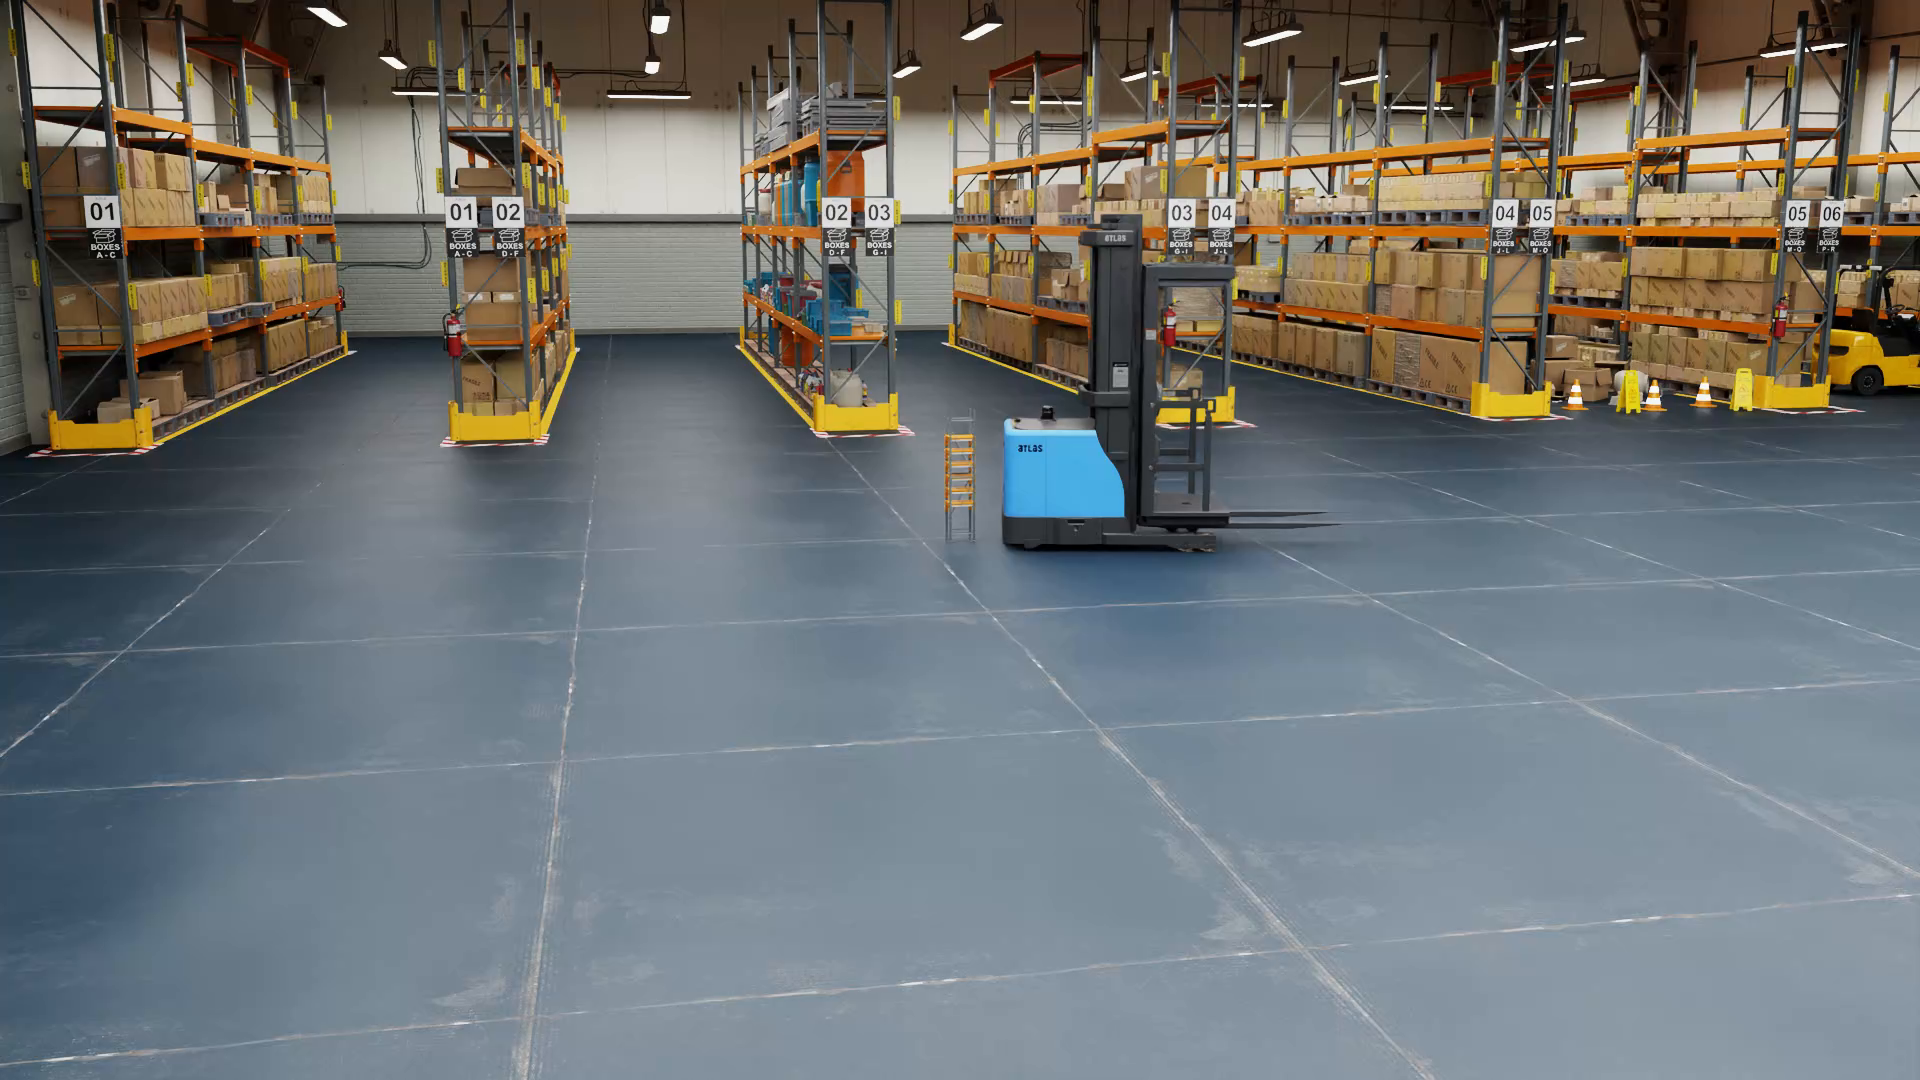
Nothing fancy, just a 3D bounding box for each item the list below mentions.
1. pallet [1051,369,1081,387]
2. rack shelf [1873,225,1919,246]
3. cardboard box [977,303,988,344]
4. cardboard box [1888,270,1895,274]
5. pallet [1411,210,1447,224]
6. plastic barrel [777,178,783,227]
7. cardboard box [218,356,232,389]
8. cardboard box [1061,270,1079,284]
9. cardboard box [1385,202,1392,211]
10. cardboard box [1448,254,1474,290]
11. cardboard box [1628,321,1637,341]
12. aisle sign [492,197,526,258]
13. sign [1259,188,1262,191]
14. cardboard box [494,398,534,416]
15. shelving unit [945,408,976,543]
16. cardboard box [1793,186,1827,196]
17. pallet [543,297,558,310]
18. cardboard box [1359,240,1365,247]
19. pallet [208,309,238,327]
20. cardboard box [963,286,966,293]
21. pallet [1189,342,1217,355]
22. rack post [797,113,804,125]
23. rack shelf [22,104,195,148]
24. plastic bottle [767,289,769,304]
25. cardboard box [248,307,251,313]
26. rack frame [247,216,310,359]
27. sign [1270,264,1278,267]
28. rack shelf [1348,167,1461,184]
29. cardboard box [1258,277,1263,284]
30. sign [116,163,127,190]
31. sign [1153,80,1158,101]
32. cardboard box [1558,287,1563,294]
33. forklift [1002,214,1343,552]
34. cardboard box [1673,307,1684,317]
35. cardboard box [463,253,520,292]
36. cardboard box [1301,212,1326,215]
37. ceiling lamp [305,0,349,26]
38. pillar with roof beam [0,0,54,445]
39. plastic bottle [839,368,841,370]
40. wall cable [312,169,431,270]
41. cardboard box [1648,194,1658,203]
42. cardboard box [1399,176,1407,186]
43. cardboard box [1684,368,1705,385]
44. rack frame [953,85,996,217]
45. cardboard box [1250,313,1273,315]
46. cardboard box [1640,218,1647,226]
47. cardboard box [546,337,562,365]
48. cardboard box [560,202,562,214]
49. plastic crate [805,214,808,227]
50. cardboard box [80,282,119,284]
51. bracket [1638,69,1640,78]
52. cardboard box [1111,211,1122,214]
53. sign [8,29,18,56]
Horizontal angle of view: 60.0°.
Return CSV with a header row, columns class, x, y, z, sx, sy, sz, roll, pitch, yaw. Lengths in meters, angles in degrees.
class,x,y,z,sx,sy,sz,roll,pitch,yaw
pallet,2.276,-2.943,30.147,1.003,0.211,1.213,-2,11,-11
rack shelf,17.647,-5.241,28.663,1.077,0.370,4.000,-2,11,-11
cardboard box,0.889,-4.864,37.345,0.875,0.875,0.875,-2,11,-11
cardboard box,17.029,-4.932,30.342,0.380,0.149,0.250,-2,11,-10
pallet,7.937,-5.164,26.573,1.003,0.211,1.213,-2,11,-11
plastic barrel,-2.893,-5.905,29.082,0.600,0.830,0.708,-2,11,-11
cardboard box,-12.276,-2.716,27.005,0.700,0.500,0.500,-2,11,-10
cardboard box,2.242,-4.738,30.732,0.700,0.500,0.500,0,11,-3
cardboard box,7.344,-5.587,27.838,0.380,0.149,0.250,-2,11,-11
cardboard box,8.101,-4.145,25.716,0.875,0.550,0.550,-2,11,-11
cardboard box,15.576,-4.836,38.198,0.500,0.500,0.500,-2,11,-9
aisle sign,-5.957,-4.129,21.967,0.394,0.787,0.004,-2,11,-11
sign,6.542,-7.517,36.261,0.100,0.325,0.005,-2,11,-11
cardboard box,-6.157,-1.814,22.992,0.500,0.250,0.500,-2,11,-11
shelving unit,0.003,-0.587,15.124,0.258,1.200,0.189,-2,11,-11
cardboard box,16.580,-6.671,32.594,0.500,0.500,0.500,-2,11,-10
pallet,-8.027,-4.347,30.581,1.213,0.211,1.003,-2,11,-11
cardboard box,9.913,-7.193,40.345,0.380,0.149,0.250,-2,11,-9
pallet,-11.913,-3.457,25.901,1.003,0.211,1.213,-2,11,-11
cardboard box,0.283,-5.758,38.150,0.380,0.149,0.250,-2,11,-12
pallet,5.833,-4.327,37.418,1.003,0.211,1.213,-2,11,-11
rack post,-3.215,-7.839,30.989,0.624,0.289,0.986,-2,11,-11
rack shelf,-11.518,-5.631,22.698,1.077,0.370,4.000,-2,11,-11
plastic bottle,-3.748,-4.769,32.593,0.061,0.283,0.133,-2,11,-11
cardboard box,-12.522,-4.094,29.356,0.380,0.149,0.250,-2,11,-12
rack frame,-13.463,-4.873,32.828,1.000,3.000,0.127,-2,11,-11
sign,8.877,-7.682,46.868,0.327,0.218,0.001,-2,11,-11
rack shelf,10.445,-8.537,39.031,1.077,0.370,4.000,-2,11,-11
cardboard box,6.180,-5.193,33.265,0.380,0.149,0.250,-2,11,-9
sign,-10.597,-4.594,21.006,0.100,0.325,0.005,-2,11,-11
sign,3.205,-7.407,27.388,0.100,0.325,0.005,-2,11,-11
cardboard box,11.773,-4.808,32.039,0.380,0.149,0.250,-2,11,-9
forklift,1.905,-1.432,14.933,3.031,2.935,1.130,0,11,0
cardboard box,12.376,-3.878,28.276,0.380,0.149,0.250,-2,11,-11
cardboard box,-6.359,-3.635,22.587,0.700,0.500,0.500,-2,11,-11
cardboard box,6.926,-6.478,32.974,0.500,0.500,0.500,-2,11,-11
ceiling lamp,-9.128,-9.297,24.419,0.800,3.185,2.000,-2,11,-11
pillar with roof beam,-7.891,-5.872,22.035,9.100,9.000,0.400,-2,11,-11
plastic bottle,-1.922,-2.568,26.625,0.144,0.351,0.185,-2,11,-11
wall cable,-14.990,-8.078,41.930,3.097,2.526,0.112,-2,11,-11
cardboard box,12.210,-5.932,28.909,0.380,0.149,0.250,-2,11,-9
cardboard box,7.441,-5.886,27.278,0.380,0.149,0.250,-2,11,-12
cardboard box,12.547,-2.758,27.946,0.500,0.250,0.500,-3,11,-13
rack frame,0.335,-9.094,38.960,1.000,3.000,0.127,-2,11,-11
cardboard box,6.478,-4.699,35.474,0.500,0.250,0.500,-2,11,-8
cardboard box,12.208,-5.589,29.244,0.380,0.149,0.250,-2,11,-12
cardboard box,-7.835,-3.590,31.597,0.500,0.500,0.500,-2,11,-12
cardboard box,-8.640,-6.981,34.946,0.500,0.250,0.500,-2,11,-11
plastic crate,-2.149,-4.836,25.179,0.336,0.188,0.450,-2,11,-11
cardboard box,-11.622,-3.242,22.604,0.500,0.500,0.500,-2,11,-13
bracket,16.022,-10.894,38.790,0.235,0.232,0.430,-2,11,-11
cardboard box,2.700,-5.065,26.219,0.500,0.250,0.500,-3,11,-13
sign,-11.677,-6.139,20.515,0.100,0.325,0.005,-2,11,-11
